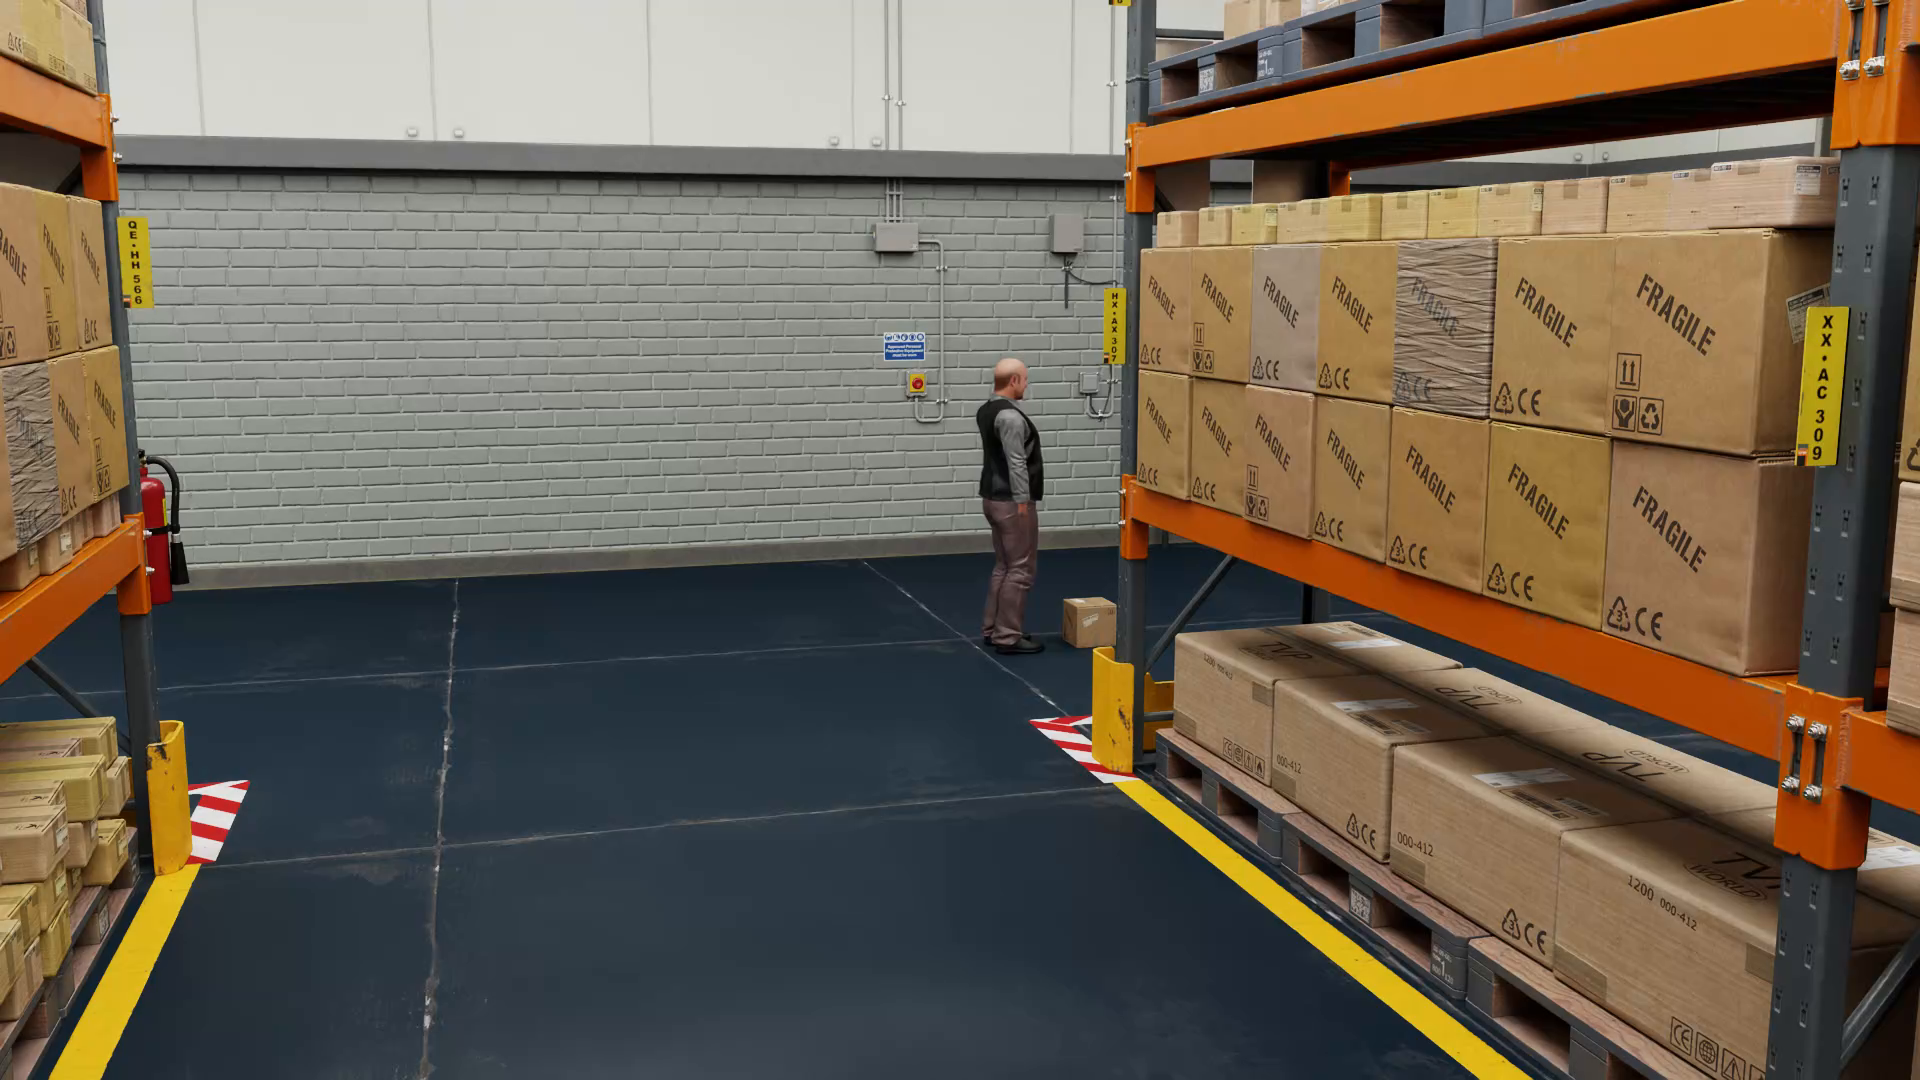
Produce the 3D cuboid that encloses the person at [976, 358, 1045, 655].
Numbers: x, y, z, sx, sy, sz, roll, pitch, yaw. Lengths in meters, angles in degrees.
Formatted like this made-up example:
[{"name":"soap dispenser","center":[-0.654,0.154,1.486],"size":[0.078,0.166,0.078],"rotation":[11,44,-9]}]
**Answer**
[{"name":"person","center":[0.296,-0.207,9.767],"size":[0.358,1.714,0.533],"rotation":[-2,9,-15]}]
